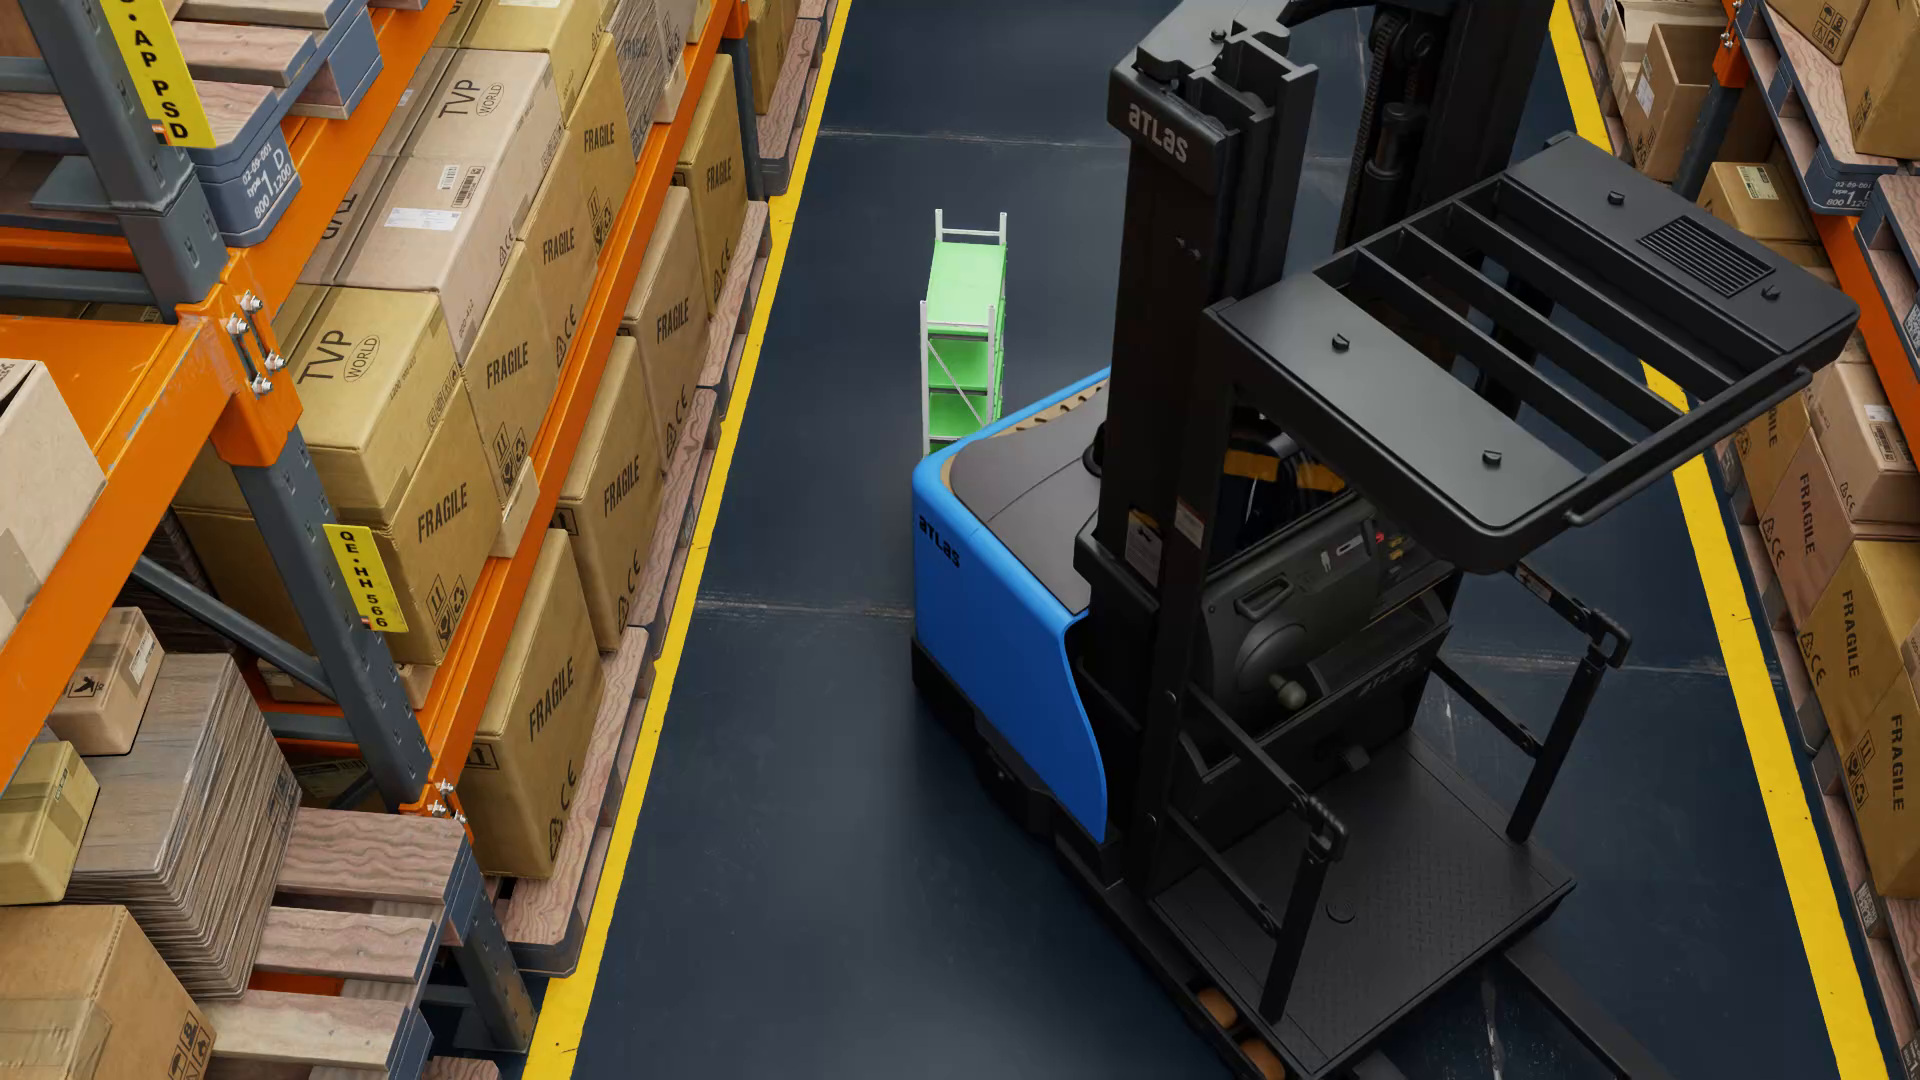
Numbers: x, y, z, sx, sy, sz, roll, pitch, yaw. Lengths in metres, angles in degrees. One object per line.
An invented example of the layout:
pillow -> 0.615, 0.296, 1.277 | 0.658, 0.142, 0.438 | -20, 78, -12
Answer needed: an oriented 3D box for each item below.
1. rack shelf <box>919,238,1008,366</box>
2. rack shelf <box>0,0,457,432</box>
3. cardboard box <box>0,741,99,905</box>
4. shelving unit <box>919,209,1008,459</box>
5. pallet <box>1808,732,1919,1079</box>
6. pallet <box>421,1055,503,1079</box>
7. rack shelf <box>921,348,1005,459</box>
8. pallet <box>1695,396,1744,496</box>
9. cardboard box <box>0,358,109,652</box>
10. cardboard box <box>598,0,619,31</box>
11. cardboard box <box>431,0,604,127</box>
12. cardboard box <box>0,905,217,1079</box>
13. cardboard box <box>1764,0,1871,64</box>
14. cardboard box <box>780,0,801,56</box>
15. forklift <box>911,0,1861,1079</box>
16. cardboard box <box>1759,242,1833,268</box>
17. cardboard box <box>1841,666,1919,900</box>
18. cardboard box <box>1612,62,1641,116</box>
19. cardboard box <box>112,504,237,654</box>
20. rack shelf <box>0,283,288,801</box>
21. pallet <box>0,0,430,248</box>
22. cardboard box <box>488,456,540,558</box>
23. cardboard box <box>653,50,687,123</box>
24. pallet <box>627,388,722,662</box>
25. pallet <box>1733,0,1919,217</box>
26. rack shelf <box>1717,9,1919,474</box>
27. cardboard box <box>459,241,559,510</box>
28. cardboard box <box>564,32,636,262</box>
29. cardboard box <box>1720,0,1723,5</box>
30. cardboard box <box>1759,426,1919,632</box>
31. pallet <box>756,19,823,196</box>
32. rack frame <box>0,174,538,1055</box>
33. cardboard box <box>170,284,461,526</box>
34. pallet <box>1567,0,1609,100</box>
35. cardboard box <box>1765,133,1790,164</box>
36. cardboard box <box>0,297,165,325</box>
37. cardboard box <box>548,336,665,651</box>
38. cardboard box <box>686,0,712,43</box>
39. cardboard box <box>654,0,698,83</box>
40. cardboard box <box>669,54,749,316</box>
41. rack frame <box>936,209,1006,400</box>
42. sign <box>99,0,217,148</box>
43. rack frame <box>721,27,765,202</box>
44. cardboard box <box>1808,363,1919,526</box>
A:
rack shelf -> 0.015, -0.807, 5.611 | 0.258, 0.148, 0.480 | 4, 48, 4
rack shelf -> -1.578, -1.823, 4.339 | 1.077, 0.370, 4.000 | 4, 48, 4
cardboard box -> -1.777, 0.509, 2.947 | 0.380, 0.149, 0.250 | -3, 48, -3
shelving unit -> 0.015, -0.527, 5.918 | 0.258, 1.200, 0.503 | 4, 48, 4
pallet -> 3.278, 1.142, 5.062 | 1.003, 0.211, 1.213 | 4, 48, 4
pallet -> -1.833, 1.932, 4.340 | 1.003, 0.211, 1.213 | 4, 48, 4
rack shelf -> 0.015, -0.483, 5.966 | 0.258, 0.148, 0.480 | 4, 48, 4
pallet -> 3.501, -0.651, 6.702 | 1.003, 0.211, 1.213 | 4, 48, 4
cardboard box -> -1.557, -0.025, 2.254 | 0.500, 0.311, 0.500 | 4, 48, 4
cardboard box -> -1.287, -1.806, 5.078 | 0.500, 0.250, 0.500 | 5, 48, 4
cardboard box -> -1.332, -1.432, 4.736 | 0.500, 0.250, 0.500 | 3, 48, 3
cardboard box -> -1.817, 0.993, 2.943 | 0.700, 0.500, 0.500 | 0, 48, 0
cardboard box -> 3.271, -2.035, 5.726 | 0.700, 0.500, 0.500 | -11, 48, -10
cardboard box -> -1.177, -2.732, 8.126 | 0.700, 0.500, 0.500 | 3, 48, 3
forklift -> 1.099, 0.189, 4.091 | 1.130, 2.935, 3.031 | -28, 53, -23
cardboard box -> 3.213, -0.765, 6.313 | 0.500, 0.500, 0.500 | 4, 48, 4
cardboard box -> 3.024, 0.739, 4.937 | 0.500, 0.500, 0.500 | 6, 48, 5
cardboard box -> 3.281, -2.096, 7.768 | 0.380, 0.149, 0.250 | 4, 48, 4
cardboard box -> -1.980, -0.089, 4.016 | 0.500, 0.500, 0.500 | 4, 48, 4
rack shelf -> -1.943, 1.117, 1.650 | 1.077, 0.370, 4.000 | 4, 48, 4
pallet -> -1.755, -1.009, 3.235 | 1.213, 0.211, 1.003 | 6, 48, 5
cardboard box -> -1.360, -0.106, 4.471 | 0.380, 0.149, 0.250 | 5, 48, 5
cardboard box -> -1.178, -1.605, 5.842 | 0.380, 0.149, 0.250 | 4, 48, 4
pallet -> -1.500, -0.110, 6.208 | 1.003, 0.211, 1.213 | 4, 48, 4
pallet -> 3.356, -1.548, 5.763 | 1.003, 0.211, 1.213 | 4, 48, 4
rack shelf -> 3.355, -0.480, 5.144 | 1.077, 0.370, 4.000 | 4, 48, 4
cardboard box -> -1.404, -0.448, 4.344 | 0.500, 0.500, 0.500 | 5, 48, 5
cardboard box -> -1.318, -1.196, 5.028 | 0.500, 0.500, 0.500 | 5, 48, 5
cardboard box -> 3.703, -2.879, 8.244 | 0.797, 0.503, 0.637 | 4, 48, 4
cardboard box -> 3.113, -0.027, 5.638 | 0.500, 0.500, 0.500 | 2, 48, 2
pallet -> -1.249, -2.135, 8.060 | 1.003, 0.211, 1.213 | 4, 48, 4
rack frame -> -1.761, 0.417, 3.836 | 1.000, 3.000, 0.127 | 4, 48, 4
cardboard box -> -1.460, -0.315, 3.714 | 0.500, 0.250, 0.500 | 5, 48, 4
pallet -> 3.709, -2.655, 8.535 | 1.003, 0.211, 1.213 | 4, 48, 4
cardboard box -> 3.791, -1.727, 7.321 | 0.500, 0.311, 0.500 | 4, 48, 4
cardboard box -> -1.978, -0.328, 3.726 | 0.500, 0.250, 0.500 | 5, 48, 5
cardboard box -> -1.477, -0.174, 5.549 | 0.750, 0.750, 0.750 | 4, 48, 3
cardboard box -> -1.144, -1.990, 6.194 | 0.380, 0.149, 0.250 | 5, 48, 4
cardboard box -> -1.224, -1.932, 5.701 | 0.500, 0.500, 0.500 | 4, 48, 4
cardboard box -> -1.326, -1.452, 6.718 | 0.750, 0.750, 0.750 | 4, 48, 4
rack frame -> 0.037, -0.706, 6.082 | 0.240, 1.200, 0.015 | 4, 48, 4
sign -> -1.220, -0.732, 2.504 | 0.100, 0.325, 0.005 | 4, 48, 4
rack frame -> -1.396, -2.523, 6.524 | 1.000, 3.000, 0.127 | 4, 48, 4
cardboard box -> 3.114, -0.308, 5.386 | 0.500, 0.250, 0.500 | 3, 48, 3
